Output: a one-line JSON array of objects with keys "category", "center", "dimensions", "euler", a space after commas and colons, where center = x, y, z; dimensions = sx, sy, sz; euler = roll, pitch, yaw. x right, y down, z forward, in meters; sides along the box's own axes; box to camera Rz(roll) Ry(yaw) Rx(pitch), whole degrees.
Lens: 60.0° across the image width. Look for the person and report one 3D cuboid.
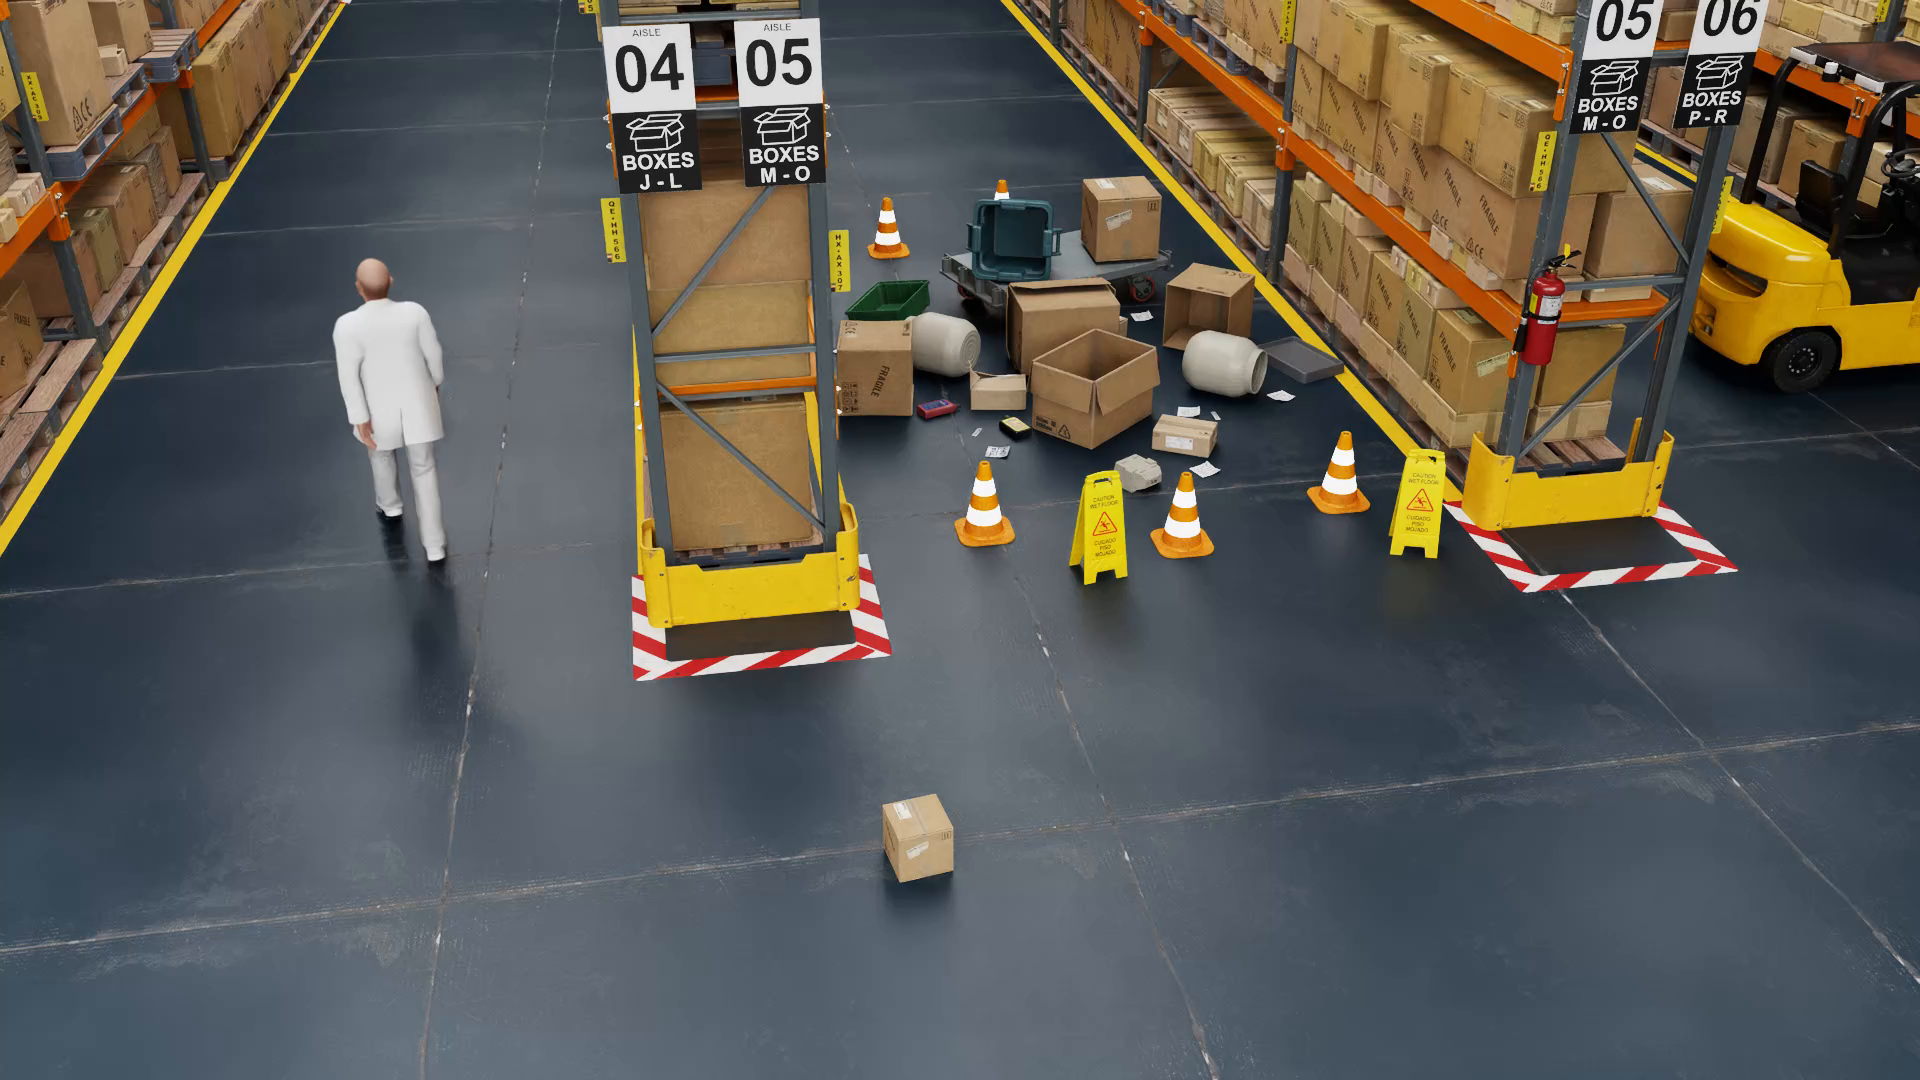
[{"category": "person", "center": [-3.236, -0.826, 9.536], "dimensions": [0.584, 1.733, 1.034], "euler": [-13, 33, -21]}]
